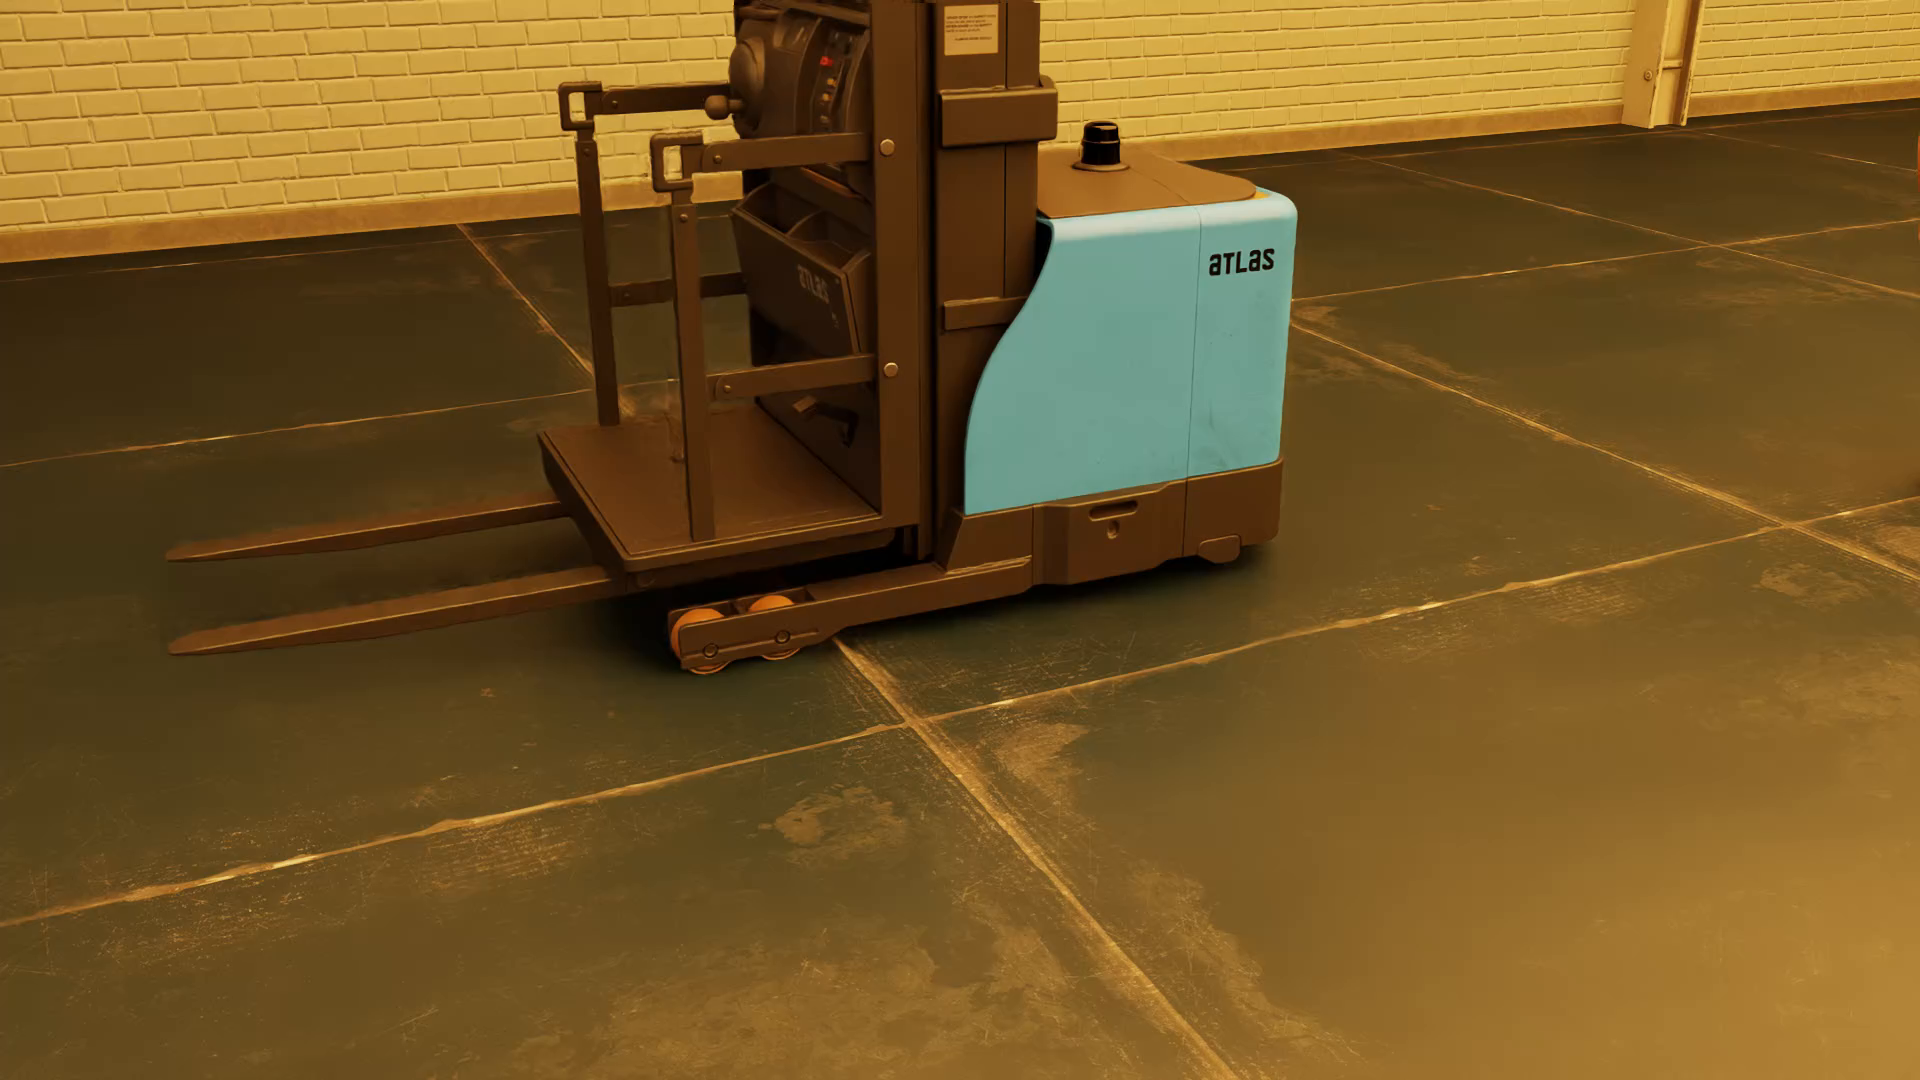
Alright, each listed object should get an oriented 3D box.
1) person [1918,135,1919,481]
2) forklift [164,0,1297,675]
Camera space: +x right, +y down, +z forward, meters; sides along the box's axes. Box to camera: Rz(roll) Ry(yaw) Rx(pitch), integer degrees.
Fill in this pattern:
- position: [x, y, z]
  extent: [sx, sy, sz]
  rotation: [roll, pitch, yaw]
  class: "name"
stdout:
- position: [3.349, -0.985, 5.204]
  extent: [0.550, 1.728, 0.641]
  rotation: [-12, 25, -27]
  class: "person"
- position: [-0.610, -1.238, 4.267]
  extent: [3.031, 2.935, 1.130]
  rotation: [-10, 25, -22]
  class: "forklift"
